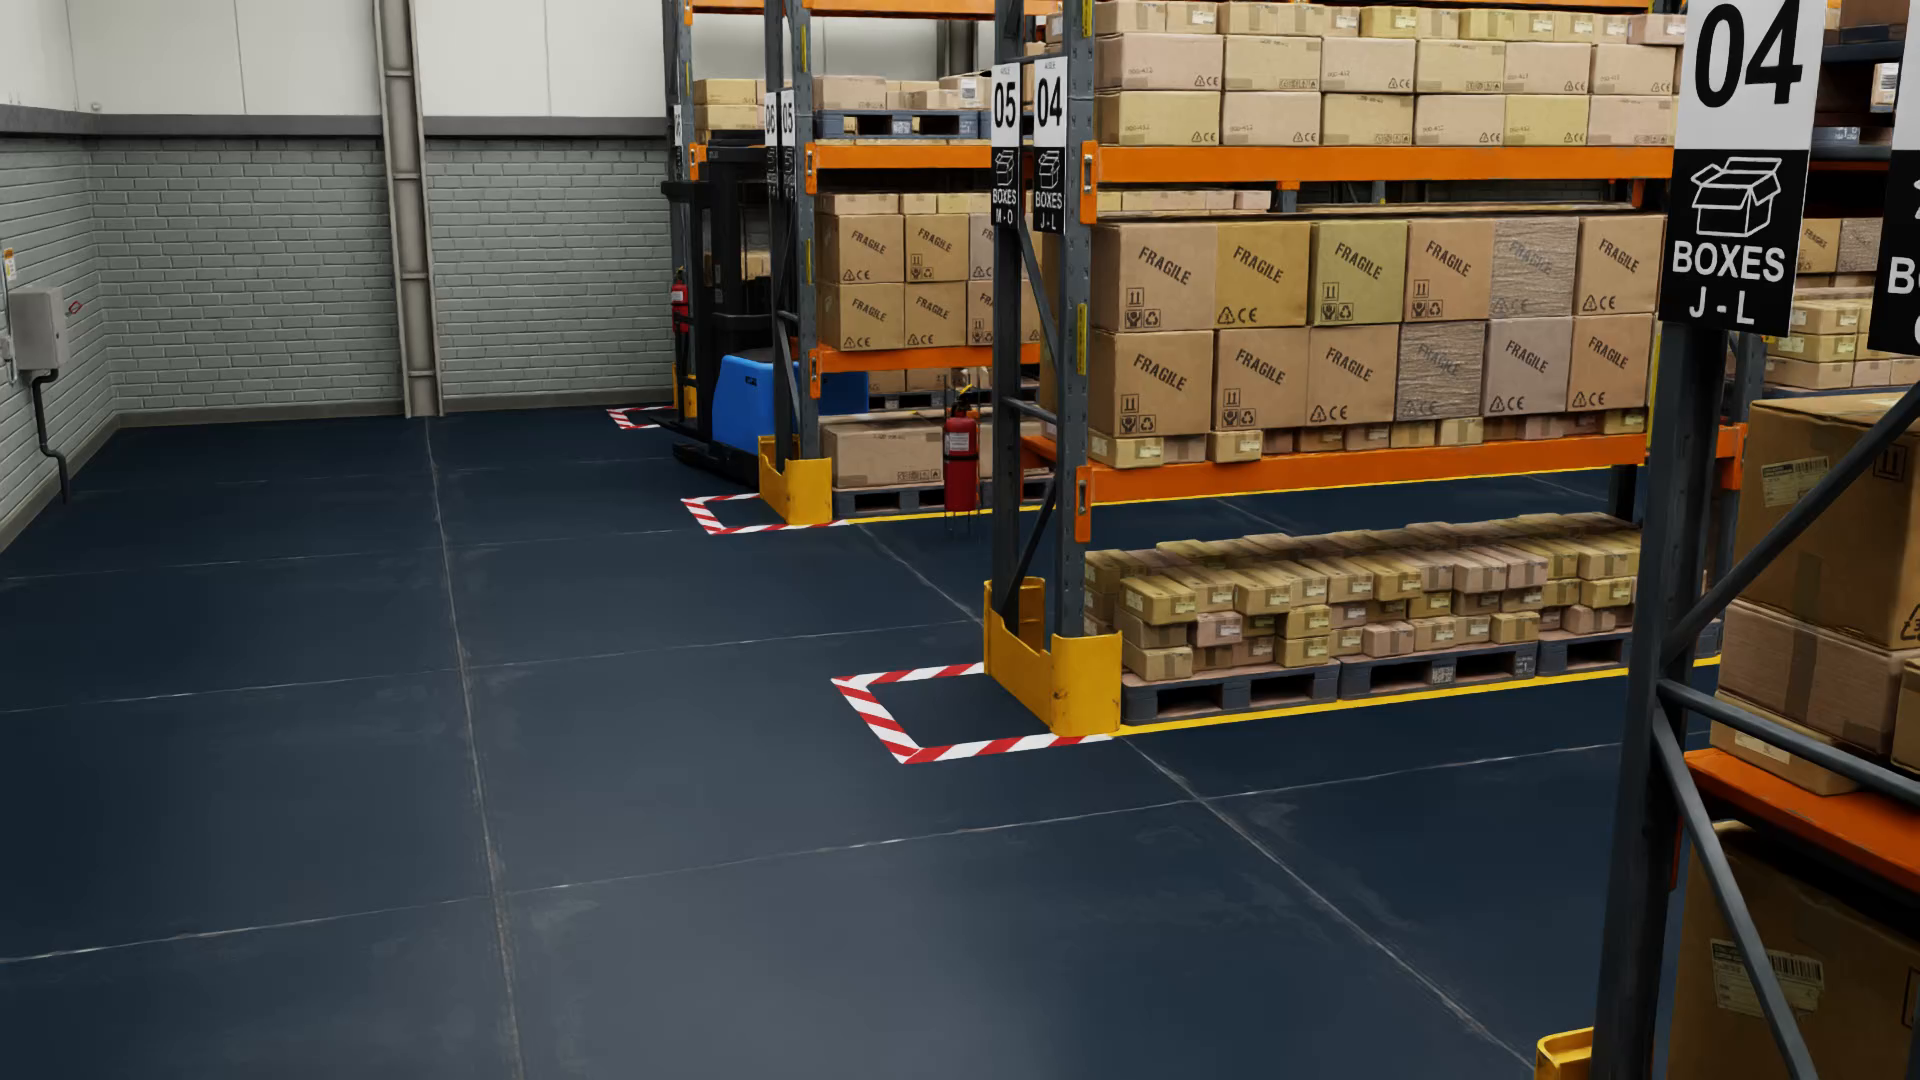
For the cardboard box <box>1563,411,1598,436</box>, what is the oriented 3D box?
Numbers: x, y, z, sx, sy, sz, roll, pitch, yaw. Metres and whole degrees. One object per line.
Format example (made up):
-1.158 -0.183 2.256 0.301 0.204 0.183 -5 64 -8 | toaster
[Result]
3.235 -0.675 9.043 0.250 0.149 0.380 -5 14 -20 | cardboard box

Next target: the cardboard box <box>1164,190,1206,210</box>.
1.791 -2.748 13.435 0.250 0.149 0.380 -4 14 -18 | cardboard box

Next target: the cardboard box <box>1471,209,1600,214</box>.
3.188 -1.582 9.292 0.500 0.500 0.500 -5 14 -20 | cardboard box

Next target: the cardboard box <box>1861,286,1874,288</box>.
5.733 -1.464 10.164 0.250 0.149 0.380 -5 14 -21 | cardboard box

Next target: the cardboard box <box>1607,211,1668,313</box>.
3.820 -1.509 8.987 0.500 0.500 0.500 -5 14 -20 | cardboard box

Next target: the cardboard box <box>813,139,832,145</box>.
-1.493 -4.162 17.217 0.250 0.149 0.380 -4 14 -18 | cardboard box

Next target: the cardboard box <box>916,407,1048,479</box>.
0.172 -0.804 13.672 0.875 0.438 0.875 -4 14 -17 | cardboard box

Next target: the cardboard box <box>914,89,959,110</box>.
-0.182 -3.326 12.583 0.250 0.149 0.380 -4 14 -16 | cardboard box

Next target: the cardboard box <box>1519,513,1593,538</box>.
3.507 -0.043 9.810 0.250 0.149 0.380 -4 14 -15 | cardboard box

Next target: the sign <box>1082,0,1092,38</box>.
0.561 -2.394 7.354 0.005 0.325 0.100 -4 14 -18 | sign

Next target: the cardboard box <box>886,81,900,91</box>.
-0.933 -4.660 17.372 0.500 0.250 0.500 -4 14 -17 | cardboard box

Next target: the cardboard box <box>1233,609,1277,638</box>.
1.448 0.382 8.666 0.250 0.149 0.380 -4 14 -17 | cardboard box

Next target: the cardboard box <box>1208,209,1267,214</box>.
2.146 -2.442 13.548 0.500 0.500 0.500 -5 14 -19 | cardboard box

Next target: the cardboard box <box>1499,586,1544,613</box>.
2.977 0.274 9.120 0.250 0.149 0.380 -4 14 -17 | cardboard box

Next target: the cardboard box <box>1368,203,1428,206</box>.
3.823 -2.698 14.626 0.500 0.500 0.500 -4 14 -16 | cardboard box

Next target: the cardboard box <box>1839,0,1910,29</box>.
2.350 -1.344 3.490 0.500 0.500 0.700 -5 14 -21 | cardboard box

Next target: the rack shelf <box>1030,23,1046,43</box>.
2.814 -5.612 18.708 4.000 0.370 1.077 -4 14 -18 | rack shelf

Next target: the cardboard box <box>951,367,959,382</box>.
-0.194 -1.879 18.812 0.250 0.149 0.380 -5 14 -19 | cardboard box

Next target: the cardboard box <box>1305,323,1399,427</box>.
1.869 -0.873 8.471 0.500 0.500 0.500 -4 14 -17 | cardboard box

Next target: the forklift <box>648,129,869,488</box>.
-1.963 -2.155 14.868 1.130 2.935 3.031 -8 16 -31 | forklift

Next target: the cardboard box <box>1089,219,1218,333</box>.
0.898 -1.283 8.035 0.500 0.500 0.500 -5 14 -18 | cardboard box

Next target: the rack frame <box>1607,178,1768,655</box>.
4.179 -0.924 9.544 0.127 3.000 1.000 -4 14 -18 | rack frame

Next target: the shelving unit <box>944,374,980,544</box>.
0.014 -0.585 12.008 0.189 1.200 0.258 -4 14 -18 | shelving unit

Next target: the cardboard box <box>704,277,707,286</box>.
-2.644 -2.756 17.790 0.250 0.149 0.380 -5 14 -19 | cardboard box

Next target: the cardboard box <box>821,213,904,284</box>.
-0.740 -2.215 12.594 0.500 0.500 0.500 -5 14 -19 | cardboard box

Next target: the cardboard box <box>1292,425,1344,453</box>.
1.767 -0.558 8.550 0.250 0.149 0.380 -5 14 -19 | cardboard box

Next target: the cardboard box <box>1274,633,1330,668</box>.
1.719 0.534 8.670 0.250 0.149 0.380 -4 14 -17 | cardboard box

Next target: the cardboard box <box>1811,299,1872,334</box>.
4.962 -1.245 9.246 0.250 0.149 0.380 -4 14 -17 | cardboard box

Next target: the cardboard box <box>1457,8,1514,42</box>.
2.519 -2.540 8.238 0.250 0.149 0.380 -5 14 -19 | cardboard box

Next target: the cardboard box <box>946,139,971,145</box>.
-0.053 -4.284 17.730 0.250 0.149 0.380 -5 14 -18 | cardboard box

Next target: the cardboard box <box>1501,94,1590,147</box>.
2.842 -2.143 8.510 0.500 0.250 0.500 -5 14 -19 | cardboard box

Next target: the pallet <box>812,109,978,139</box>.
-0.586 -3.180 12.738 1.213 0.211 1.003 -4 14 -18 | pallet

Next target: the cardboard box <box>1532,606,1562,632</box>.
3.125 0.390 9.275 0.250 0.149 0.380 -5 14 -19 | cardboard box

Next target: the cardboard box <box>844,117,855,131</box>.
-1.401 -4.376 17.257 0.500 0.250 0.500 -5 14 -20 | cardboard box

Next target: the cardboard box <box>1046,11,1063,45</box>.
0.610 -2.541 8.243 0.250 0.149 0.380 -5 14 -19 | cardboard box

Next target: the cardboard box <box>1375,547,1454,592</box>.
2.442 0.160 8.957 0.250 0.149 0.380 -4 14 -18 | cardboard box

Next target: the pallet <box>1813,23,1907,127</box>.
2.574 -1.006 3.601 1.213 0.211 1.003 -4 14 -18 | pallet

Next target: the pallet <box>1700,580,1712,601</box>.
4.917 0.375 10.109 1.213 0.211 1.003 -4 14 -18 | pallet

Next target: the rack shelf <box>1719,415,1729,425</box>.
6.075 -0.721 10.248 4.000 0.370 1.077 -4 14 -18 | rack shelf

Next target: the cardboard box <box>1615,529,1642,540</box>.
3.925 0.053 9.406 0.250 0.149 0.380 -4 14 -16 | cardboard box

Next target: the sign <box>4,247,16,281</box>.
-7.333 -2.131 12.836 0.001 0.242 0.339 -4 14 -18 | sign

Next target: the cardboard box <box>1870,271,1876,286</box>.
8.716 -2.504 15.822 0.250 0.149 0.380 -4 14 -18 | cardboard box

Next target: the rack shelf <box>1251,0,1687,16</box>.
4.400 -4.523 14.132 4.000 0.370 1.077 -4 14 -18 | rack shelf

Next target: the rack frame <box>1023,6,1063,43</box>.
0.918 -6.009 17.958 0.127 3.000 1.000 -4 14 -18 | rack frame

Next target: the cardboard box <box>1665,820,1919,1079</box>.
2.455 1.231 4.168 0.875 0.875 0.875 -4 14 -18 | cardboard box

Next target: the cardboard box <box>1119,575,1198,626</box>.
0.993 0.301 8.364 0.250 0.149 0.380 -5 14 -21 | cardboard box

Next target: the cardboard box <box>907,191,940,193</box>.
-0.307 -2.699 13.228 0.250 0.149 0.380 -4 14 -17 | cardboard box

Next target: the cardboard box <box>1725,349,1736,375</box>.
4.493 -1.078 9.830 0.250 0.149 0.380 -5 14 -19 | cardboard box

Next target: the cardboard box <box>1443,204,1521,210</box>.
4.451 -2.626 14.324 0.500 0.500 0.500 -5 14 -19 | cardboard box

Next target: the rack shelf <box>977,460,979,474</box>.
0.014 -0.542 12.019 0.180 0.103 0.258 -4 14 -18 | rack shelf

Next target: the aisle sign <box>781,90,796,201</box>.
-1.262 -2.902 12.245 0.004 0.787 0.394 -4 14 -18 | aisle sign

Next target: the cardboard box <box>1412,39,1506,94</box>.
2.343 -2.344 8.279 0.500 0.250 0.500 -5 14 -20 | cardboard box

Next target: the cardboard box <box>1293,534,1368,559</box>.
2.058 0.085 9.272 0.250 0.149 0.380 -5 14 -20 | cardboard box

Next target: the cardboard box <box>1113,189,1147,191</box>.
1.401 -2.831 13.782 0.250 0.149 0.380 -5 14 -18 | cardboard box

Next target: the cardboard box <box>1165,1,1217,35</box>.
1.015 -2.441 7.822 0.250 0.149 0.380 -4 14 -16 | cardboard box

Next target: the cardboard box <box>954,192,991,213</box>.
0.123 -2.606 12.838 0.250 0.149 0.380 -4 14 -18 | cardboard box

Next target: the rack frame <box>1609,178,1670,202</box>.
6.296 -2.297 15.318 0.127 3.000 1.000 -4 14 -18 | rack frame

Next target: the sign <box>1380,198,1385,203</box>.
4.891 -3.792 19.271 0.005 0.325 0.100 -4 14 -18 | sign
